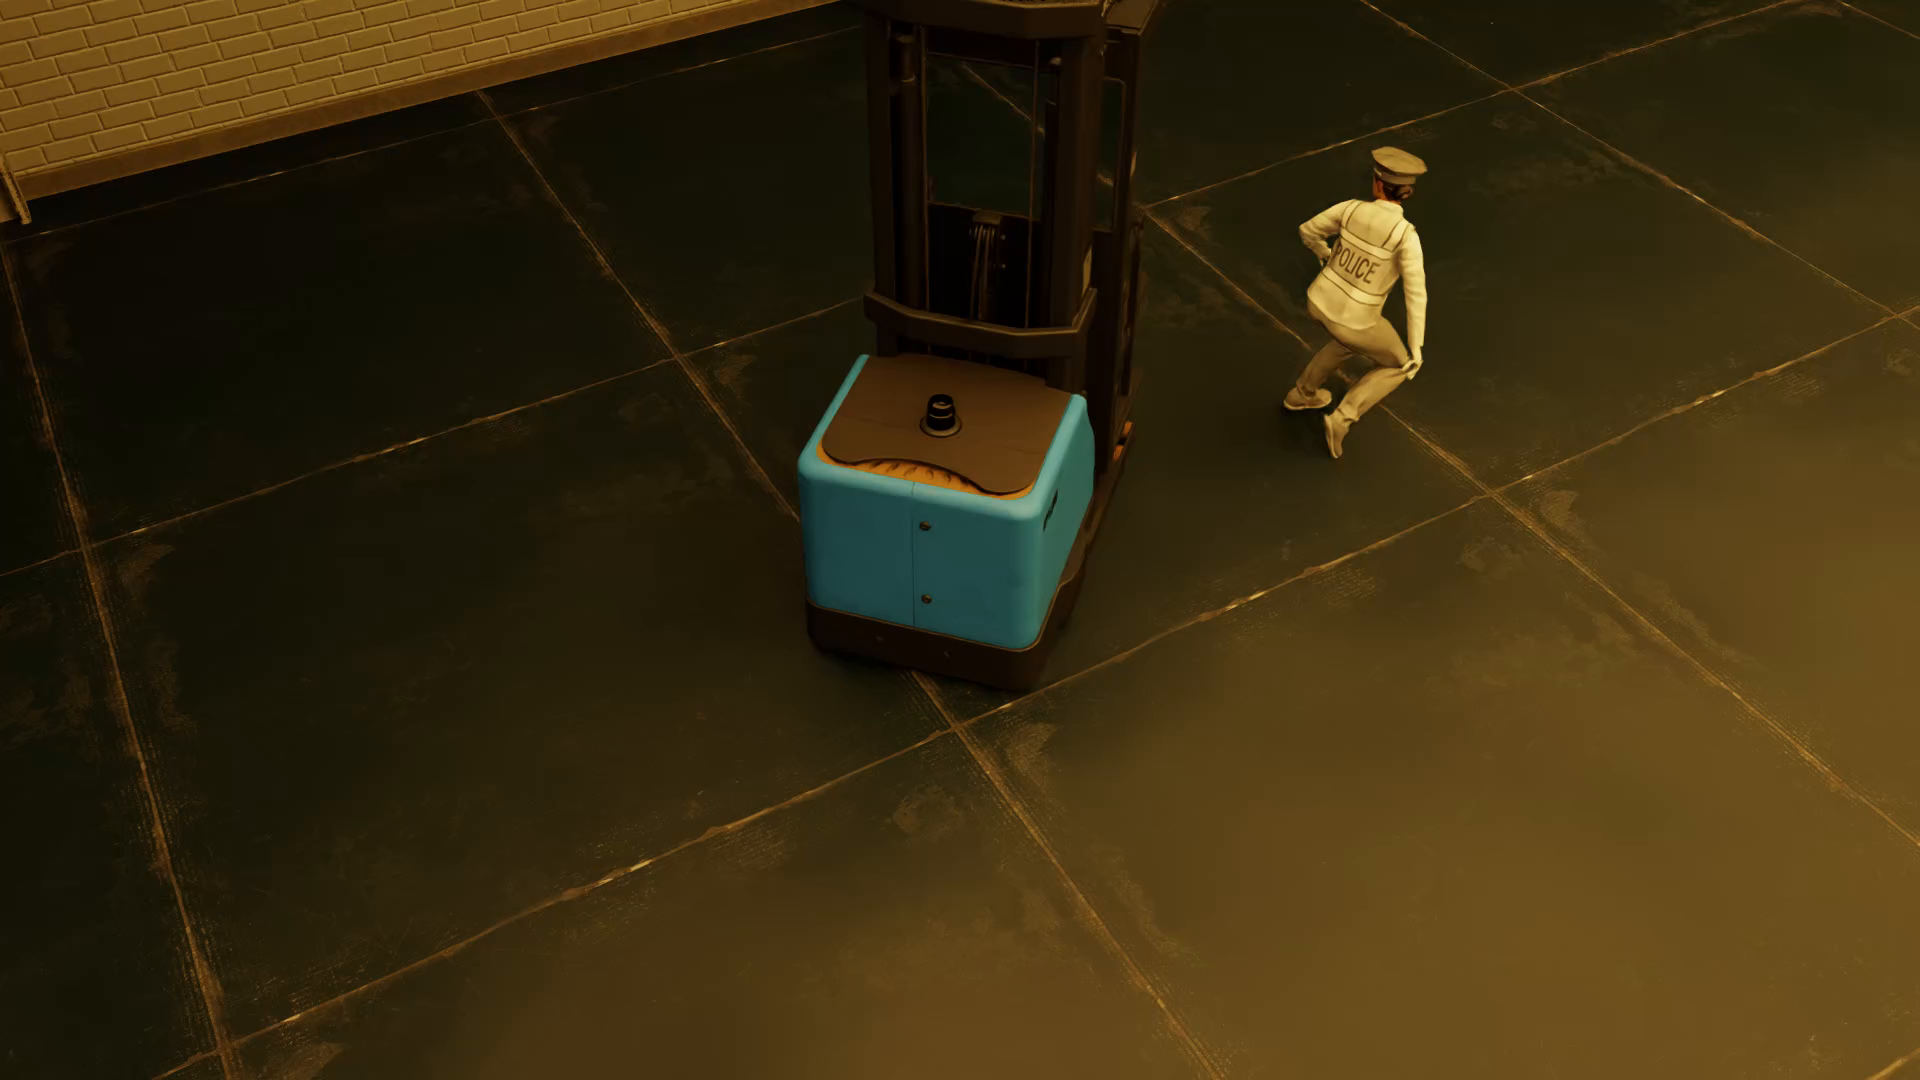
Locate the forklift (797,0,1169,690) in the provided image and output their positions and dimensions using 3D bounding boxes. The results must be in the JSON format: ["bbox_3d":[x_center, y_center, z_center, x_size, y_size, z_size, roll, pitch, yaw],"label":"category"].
[{"bbox_3d":[0.255,-1.455,7.267,1.130,2.935,3.031,12,44,13],"label":"forklift"}]

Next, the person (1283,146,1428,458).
[{"bbox_3d":[1.937,-1.105,7.984,0.521,1.510,0.893,-24,48,-24],"label":"person"}]
